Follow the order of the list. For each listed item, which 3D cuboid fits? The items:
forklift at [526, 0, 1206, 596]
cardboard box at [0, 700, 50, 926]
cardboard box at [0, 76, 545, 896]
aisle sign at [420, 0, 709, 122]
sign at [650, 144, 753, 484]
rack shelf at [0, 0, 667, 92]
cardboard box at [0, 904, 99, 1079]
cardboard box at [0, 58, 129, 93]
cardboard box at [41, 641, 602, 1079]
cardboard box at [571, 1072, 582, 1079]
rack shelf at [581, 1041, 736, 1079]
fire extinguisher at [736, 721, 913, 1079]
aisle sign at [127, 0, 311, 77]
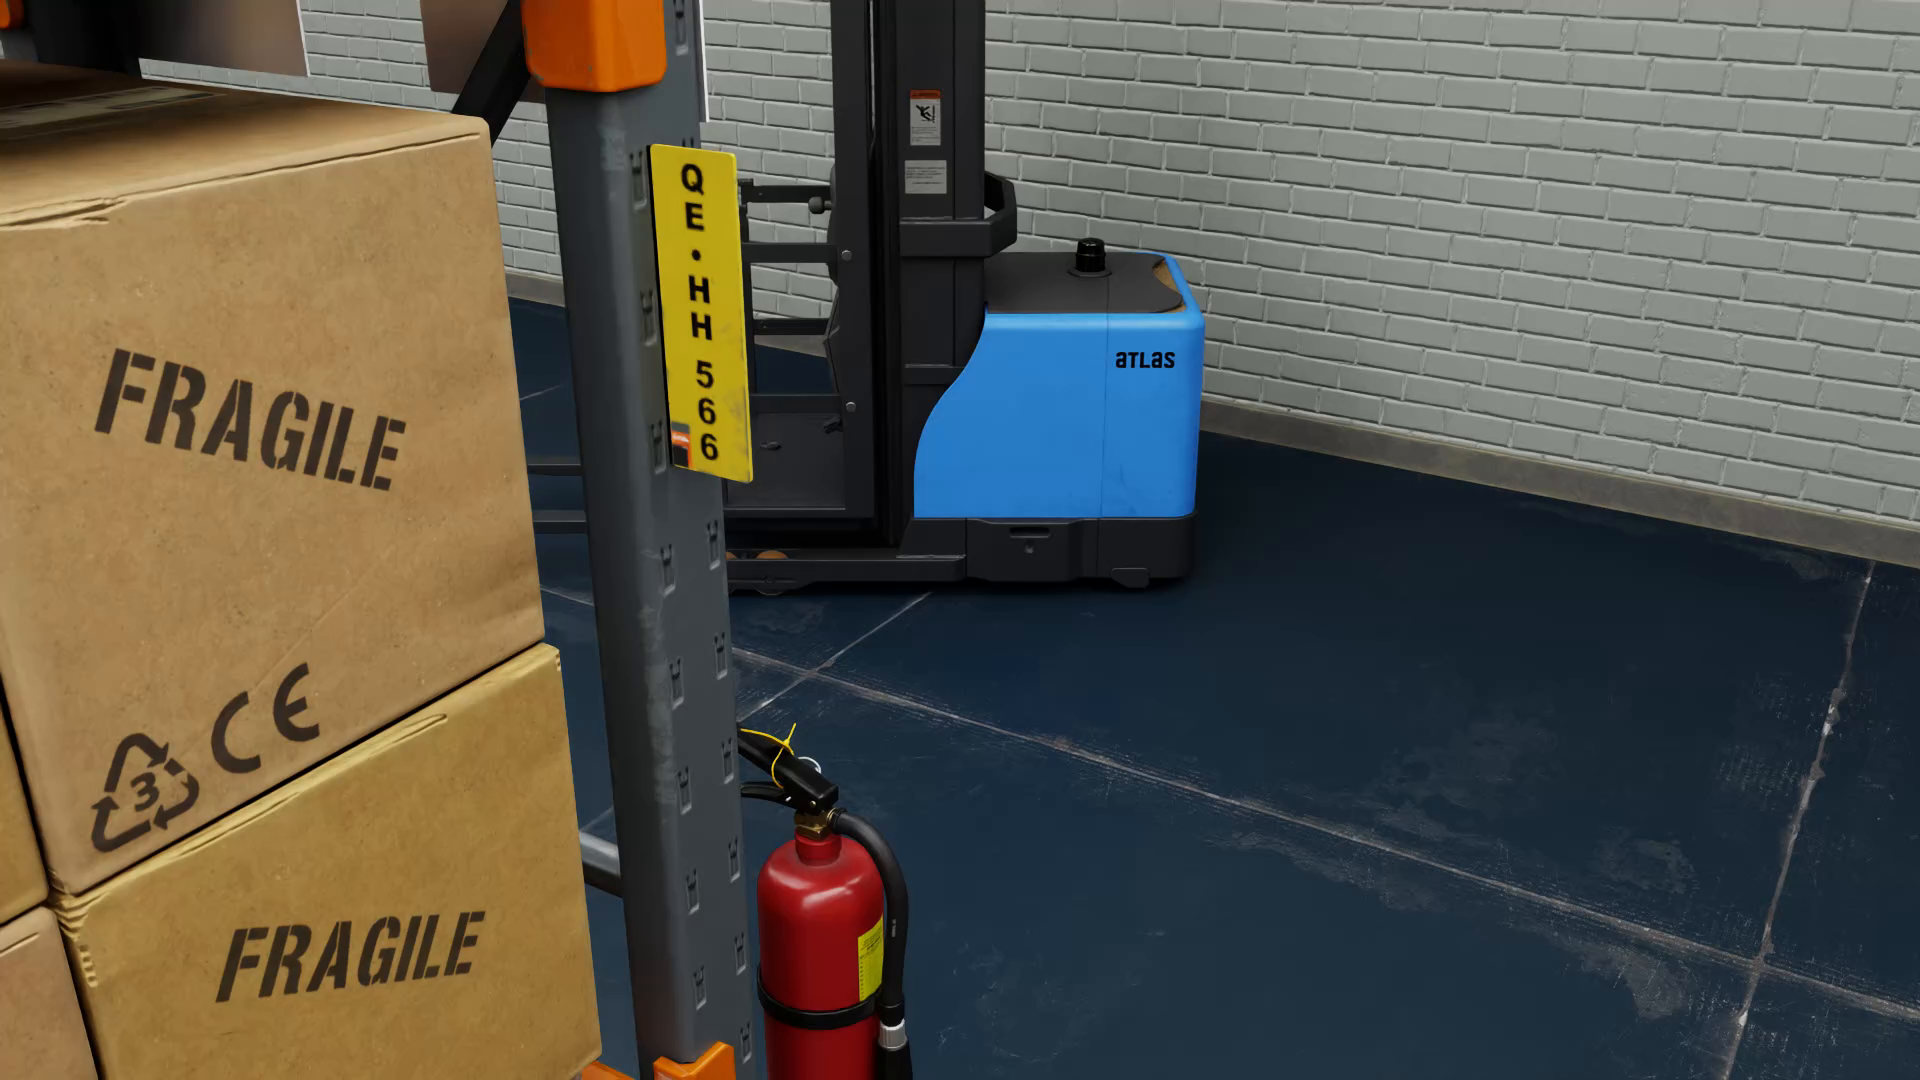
[{"bbox_3d":[-0.622,-1.345,6.168,3.031,2.935,1.130,0,23,0],"label":"forklift"},{"bbox_3d":[-1.008,0.074,1.046,0.500,0.500,0.500,13,27,27],"label":"cardboard box"},{"bbox_3d":[-0.741,-0.097,1.441,0.500,0.500,0.500,13,27,28],"label":"cardboard box"},{"bbox_3d":[-0.418,-0.818,1.591,0.394,0.787,0.004,14,27,29],"label":"aisle sign"},{"bbox_3d":[-0.250,-0.216,1.618,0.100,0.325,0.005,14,27,29],"label":"sign"},{"bbox_3d":[-1.766,-0.034,0.183,1.077,0.370,4.000,14,27,29],"label":"rack shelf"},{"bbox_3d":[-1.006,0.533,1.242,0.500,0.500,0.500,13,27,28],"label":"cardboard box"},{"bbox_3d":[-1.173,-0.208,1.696,0.500,0.500,0.500,14,27,29],"label":"cardboard box"},{"bbox_3d":[-0.729,0.360,1.641,0.500,0.500,0.500,14,27,30],"label":"cardboard box"},{"bbox_3d":[-0.643,0.622,1.854,0.380,0.149,0.250,14,27,29],"label":"cardboard box"},{"bbox_3d":[-1.766,1.342,0.779,1.077,0.370,4.000,14,27,29],"label":"rack shelf"},{"bbox_3d":[-0.186,0.556,2.258,0.296,0.674,0.183,14,27,29],"label":"fire extinguisher"},{"bbox_3d":[-0.927,-0.943,1.881,0.394,0.787,0.004,14,27,29],"label":"aisle sign"}]
